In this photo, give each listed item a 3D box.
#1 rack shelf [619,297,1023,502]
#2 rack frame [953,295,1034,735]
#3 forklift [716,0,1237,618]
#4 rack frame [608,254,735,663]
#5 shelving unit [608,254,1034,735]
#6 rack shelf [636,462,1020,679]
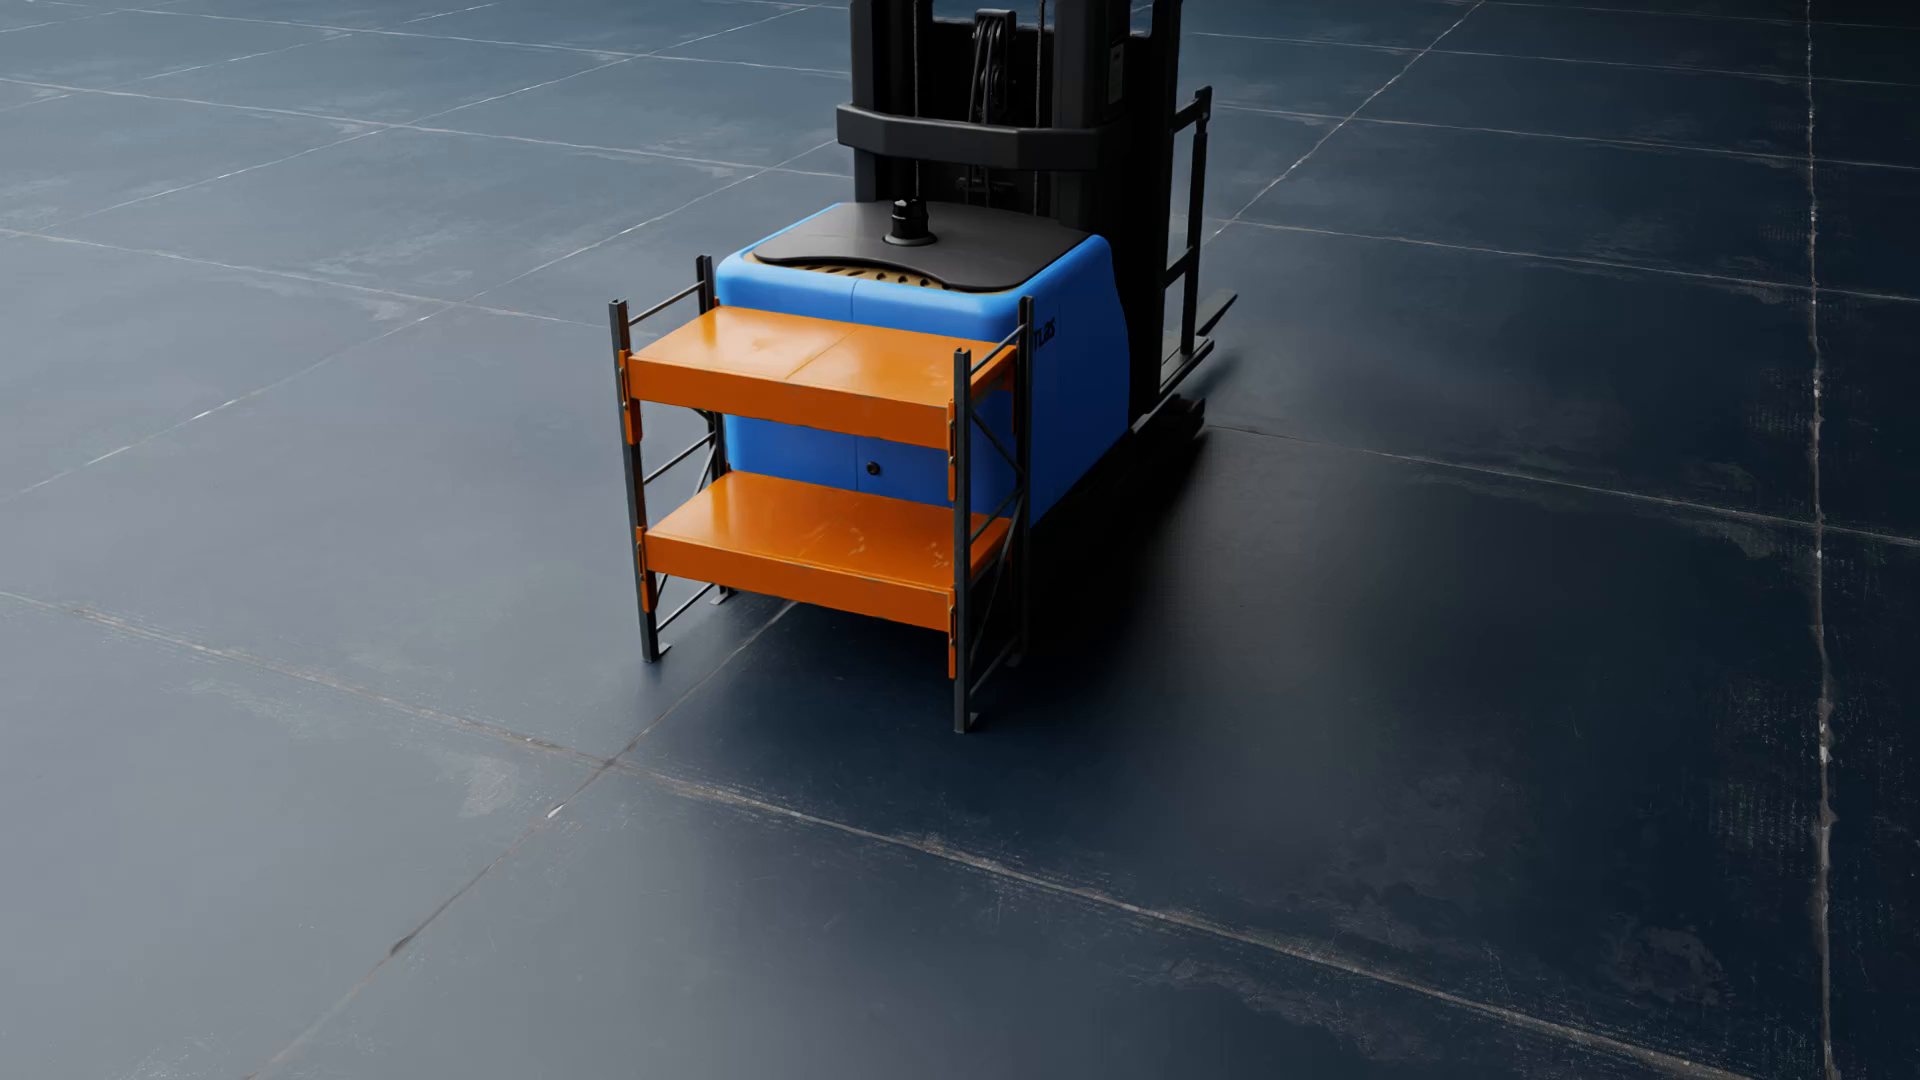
[{"bbox_3d":[-0.375,-0.414,4.653,1.000,0.278,0.538,10,28,20],"label":"rack shelf"},{"bbox_3d":[0.094,-0.064,4.606,0.032,1.125,0.500,10,28,20],"label":"rack frame"},{"bbox_3d":[0.315,-1.699,5.883,1.130,2.935,3.031,12,28,22],"label":"forklift"},{"bbox_3d":[-0.844,-0.238,4.959,0.032,1.125,0.500,10,28,20],"label":"rack frame"},{"bbox_3d":[-0.375,-0.151,4.783,1.048,1.125,0.538,10,28,20],"label":"shelving unit"},{"bbox_3d":[-0.375,0.068,4.891,1.000,0.278,0.538,10,28,20],"label":"rack shelf"}]
